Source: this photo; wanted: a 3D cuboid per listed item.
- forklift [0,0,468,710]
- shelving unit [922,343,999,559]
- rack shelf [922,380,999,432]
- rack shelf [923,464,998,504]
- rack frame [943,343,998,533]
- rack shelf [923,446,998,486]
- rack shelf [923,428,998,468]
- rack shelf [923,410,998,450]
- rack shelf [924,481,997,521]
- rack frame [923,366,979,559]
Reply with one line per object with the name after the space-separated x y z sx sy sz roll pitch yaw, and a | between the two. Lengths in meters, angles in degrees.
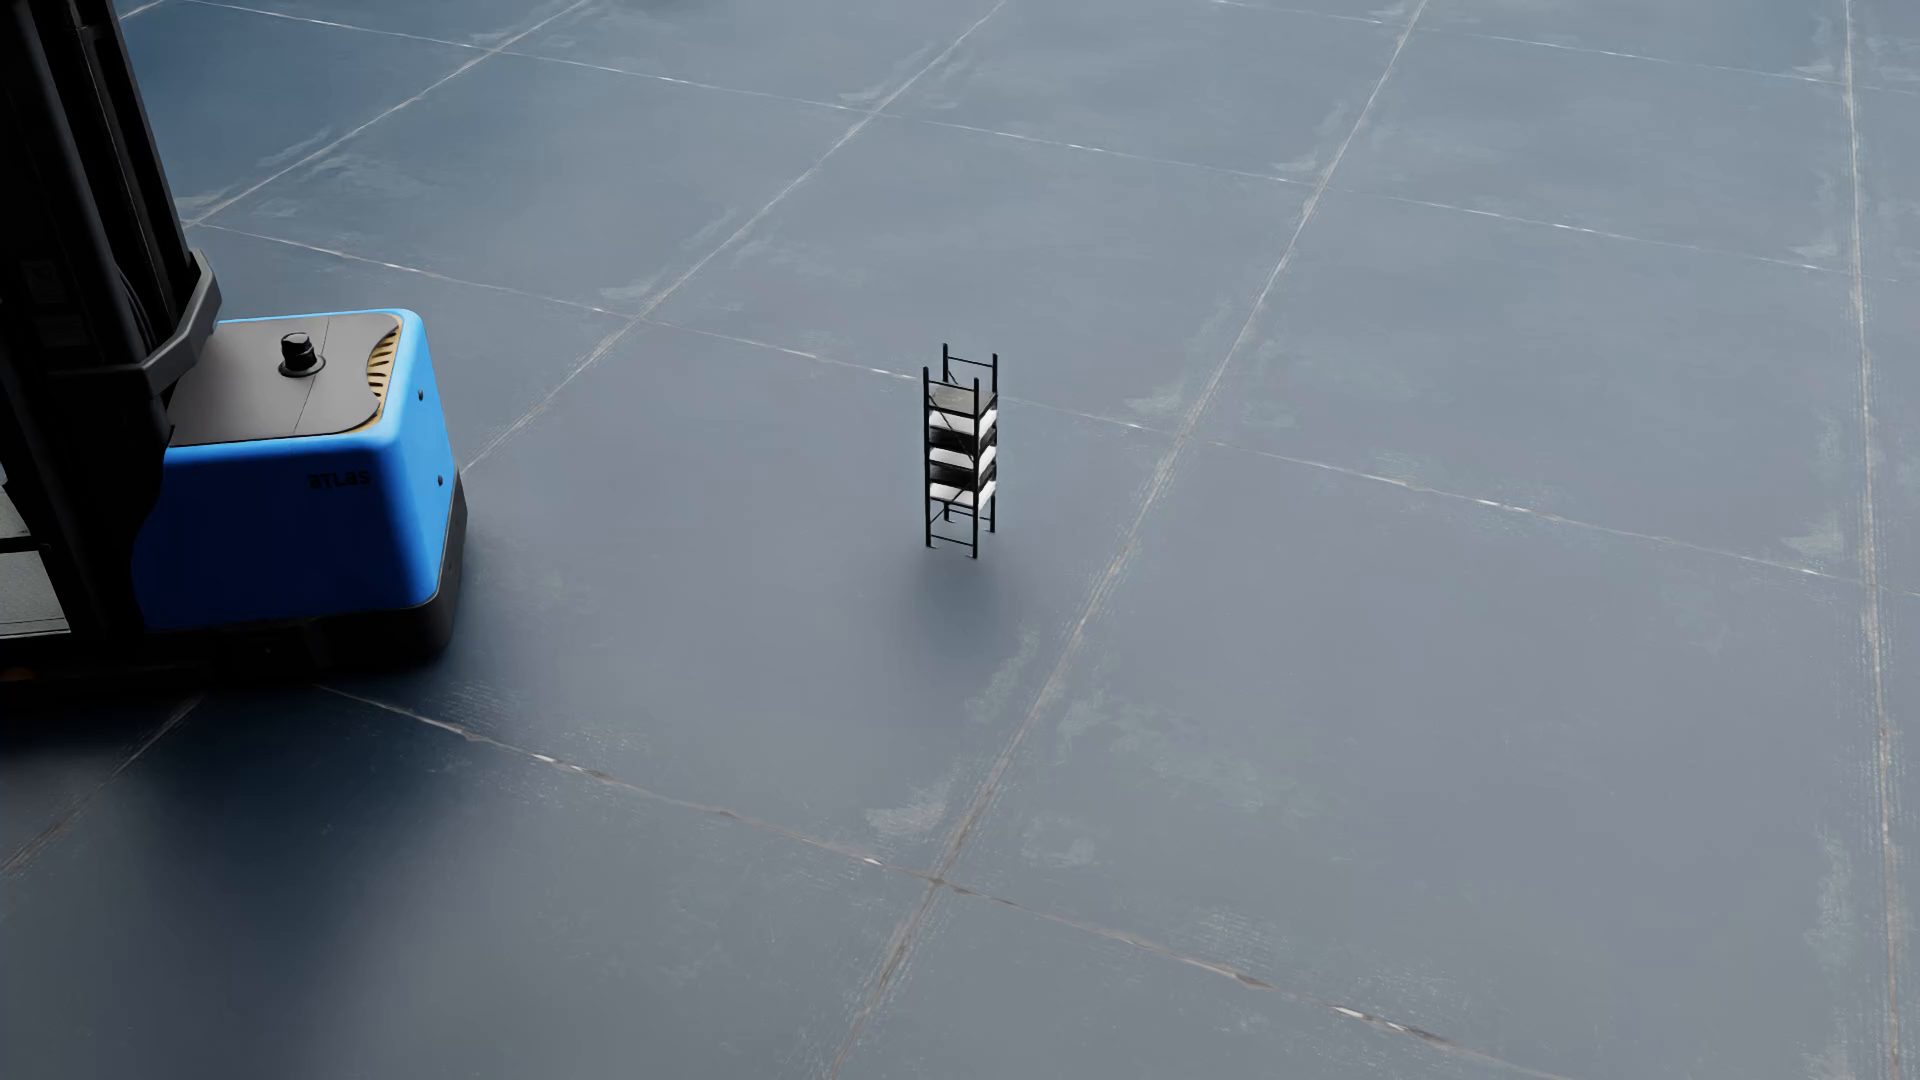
-3.588 -0.844 5.930 3.031 2.935 1.130 -5 37 -7 | forklift
0.003 -0.365 6.987 0.258 0.900 0.210 14 39 18 | shelving unit
0.003 -0.554 6.845 0.258 0.077 0.200 14 39 18 | rack shelf
0.003 -0.266 7.060 0.258 0.077 0.200 14 39 18 | rack shelf
0.042 -0.421 7.062 0.240 0.900 0.006 14 39 18 | rack frame
0.003 -0.338 7.007 0.258 0.077 0.200 14 39 18 | rack shelf
0.003 -0.410 6.953 0.258 0.077 0.200 14 39 18 | rack shelf
0.003 -0.482 6.899 0.258 0.077 0.200 14 39 18 | rack shelf
0.003 -0.194 7.114 0.258 0.077 0.200 14 39 18 | rack shelf
-0.036 -0.309 6.911 0.240 0.900 0.006 14 39 18 | rack frame
